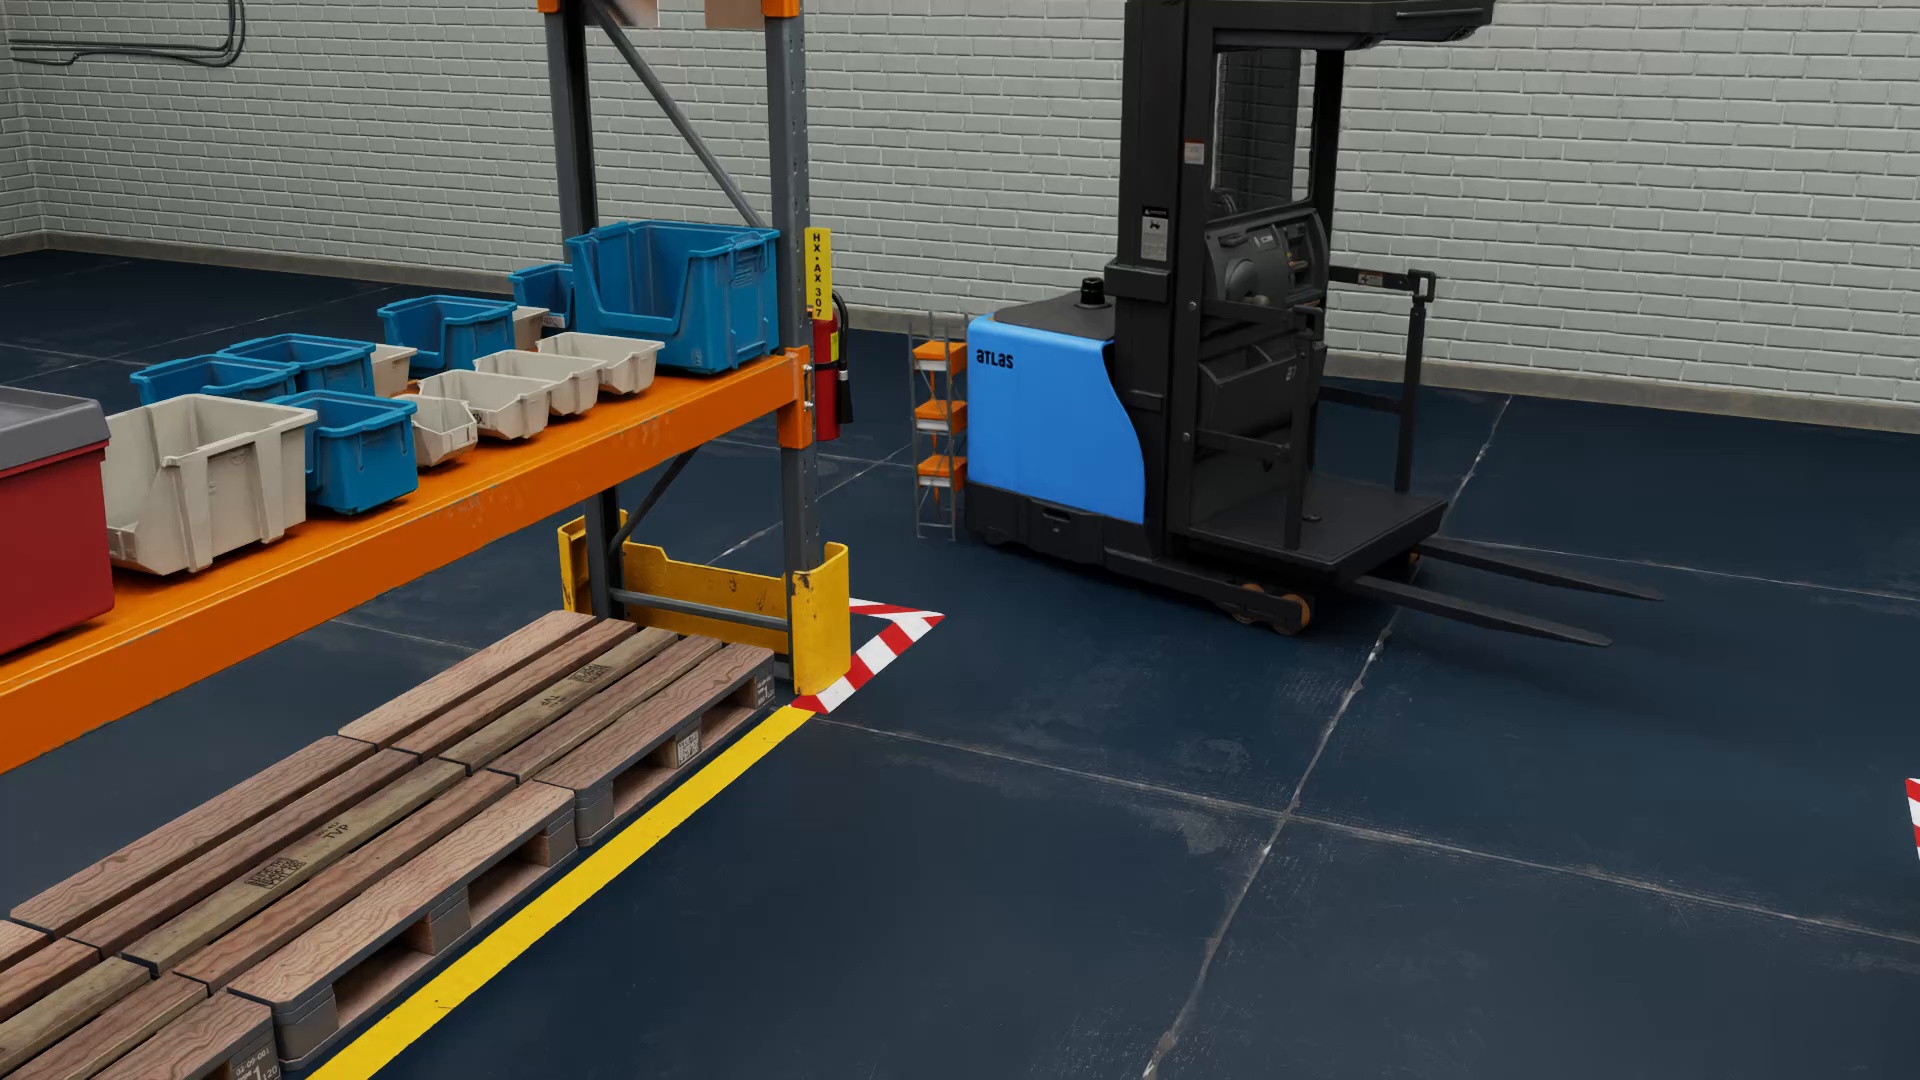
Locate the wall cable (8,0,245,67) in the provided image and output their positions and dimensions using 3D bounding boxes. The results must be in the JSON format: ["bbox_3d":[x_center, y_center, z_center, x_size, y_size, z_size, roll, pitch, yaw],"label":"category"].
[{"bbox_3d":[-7.407,-5.341,14.192,3.097,2.526,0.112,9,21,23],"label":"wall cable"}]

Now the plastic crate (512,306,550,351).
[{"bbox_3d":[-1.619,-0.725,5.835,0.250,0.136,0.298,9,21,23],"label":"plastic crate"}]

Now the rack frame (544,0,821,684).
[{"bbox_3d":[-1.011,-0.938,6.130,1.000,3.000,0.127,9,21,23],"label":"rack frame"}]

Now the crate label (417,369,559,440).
[{"bbox_3d":[-1.403,-0.393,4.901,0.396,0.136,0.243,9,21,23],"label":"crate label"}]

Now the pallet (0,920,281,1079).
[{"bbox_3d":[-2.383,1.368,3.806,1.003,0.211,1.213,9,21,23],"label":"pallet"}]

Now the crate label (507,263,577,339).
[{"bbox_3d":[-1.412,-0.857,6.063,0.416,0.233,0.303,9,21,23],"label":"crate label"}]

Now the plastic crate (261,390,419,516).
[{"bbox_3d":[-1.618,-0.225,4.284,0.416,0.233,0.300,9,21,23],"label":"plastic crate"}]

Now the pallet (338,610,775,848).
[{"bbox_3d":[-1.384,0.622,5.904,1.003,0.211,1.213,9,21,23],"label":"pallet"}]

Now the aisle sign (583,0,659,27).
[{"bbox_3d":[-1.252,-2.226,5.871,0.394,0.787,0.004,9,21,23],"label":"aisle sign"}]

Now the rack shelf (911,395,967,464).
[{"bbox_3d":[-0.084,-0.528,7.907,0.215,0.259,0.240,6,20,21],"label":"rack shelf"}]

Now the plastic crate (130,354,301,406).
[{"bbox_3d":[-2.074,-0.363,4.673,0.416,0.233,0.300,9,21,23],"label":"plastic crate"}]

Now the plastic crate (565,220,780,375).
[{"bbox_3d":[-0.978,-0.855,5.754,0.616,0.435,0.499,9,21,23],"label":"plastic crate"}]

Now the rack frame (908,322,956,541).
[{"bbox_3d":[-0.130,-0.500,7.797,0.200,1.050,0.008,6,20,21],"label":"rack frame"}]

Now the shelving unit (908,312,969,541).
[{"bbox_3d":[-0.085,-0.538,7.903,0.215,1.050,0.252,6,20,21],"label":"shelving unit"}]

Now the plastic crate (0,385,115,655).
[{"bbox_3d":[-2.054,-0.012,3.342,0.402,0.464,0.583,9,21,23],"label":"plastic crate"}]

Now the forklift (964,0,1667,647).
[{"bbox_3d":[1.469,-1.188,6.936,3.031,2.935,1.130,16,25,37],"label":"forklift"}]

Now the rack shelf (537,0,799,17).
[{"bbox_3d":[-1.830,-1.401,4.029,1.077,0.370,4.000,9,21,23],"label":"rack shelf"}]

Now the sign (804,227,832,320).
[{"bbox_3d":[-0.502,-0.945,5.905,0.100,0.325,0.005,9,21,23],"label":"sign"}]

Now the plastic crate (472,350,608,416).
[{"bbox_3d":[-1.311,-0.481,5.150,0.396,0.136,0.243,9,21,23],"label":"plastic crate"}]

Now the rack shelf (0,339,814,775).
[{"bbox_3d":[-1.830,0.012,4.532,1.077,0.370,4.000,9,21,23],"label":"rack shelf"}]

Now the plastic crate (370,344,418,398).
[{"bbox_3d":[-1.897,-0.518,5.252,0.250,0.136,0.298,9,21,23],"label":"plastic crate"}]

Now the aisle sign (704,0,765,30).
[{"bbox_3d":[-0.714,-2.145,5.644,0.394,0.787,0.004,9,21,23],"label":"aisle sign"}]

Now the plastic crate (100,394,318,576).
[{"bbox_3d":[-1.855,-0.129,3.943,0.437,0.282,0.530,9,21,23],"label":"plastic crate"}]

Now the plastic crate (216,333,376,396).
[{"bbox_3d":[-1.951,-0.455,4.931,0.416,0.233,0.300,9,21,23],"label":"plastic crate"}]

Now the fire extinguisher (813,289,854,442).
[{"bbox_3d":[-0.534,-0.710,6.160,0.296,0.674,0.183,9,21,23],"label":"fire extinguisher"}]

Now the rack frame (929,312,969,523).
[{"bbox_3d":[-0.039,-0.576,8.010,0.200,1.050,0.008,6,20,21],"label":"rack frame"}]

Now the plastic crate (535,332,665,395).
[{"bbox_3d":[-1.180,-0.568,5.394,0.396,0.136,0.243,9,21,23],"label":"plastic crate"}]

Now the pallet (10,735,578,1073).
[{"bbox_3d":[-1.885,0.994,4.859,1.003,0.211,1.213,9,21,23],"label":"pallet"}]

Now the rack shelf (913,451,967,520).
[{"bbox_3d":[-0.075,-0.265,7.996,0.215,0.259,0.240,6,20,21],"label":"rack shelf"}]

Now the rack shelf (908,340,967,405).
[{"bbox_3d":[-0.093,-0.796,7.815,0.215,0.259,0.240,6,20,21],"label":"rack shelf"}]

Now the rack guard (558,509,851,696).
[{"bbox_3d":[-1.013,0.230,6.575,1.175,0.500,0.348,9,21,23],"label":"rack guard"}]

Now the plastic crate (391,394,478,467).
[{"bbox_3d":[-1.507,-0.300,4.640,0.298,0.136,0.250,9,21,23],"label":"plastic crate"}]

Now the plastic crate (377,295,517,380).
[{"bbox_3d":[-1.682,-0.656,5.497,0.416,0.233,0.300,9,21,23],"label":"plastic crate"}]
